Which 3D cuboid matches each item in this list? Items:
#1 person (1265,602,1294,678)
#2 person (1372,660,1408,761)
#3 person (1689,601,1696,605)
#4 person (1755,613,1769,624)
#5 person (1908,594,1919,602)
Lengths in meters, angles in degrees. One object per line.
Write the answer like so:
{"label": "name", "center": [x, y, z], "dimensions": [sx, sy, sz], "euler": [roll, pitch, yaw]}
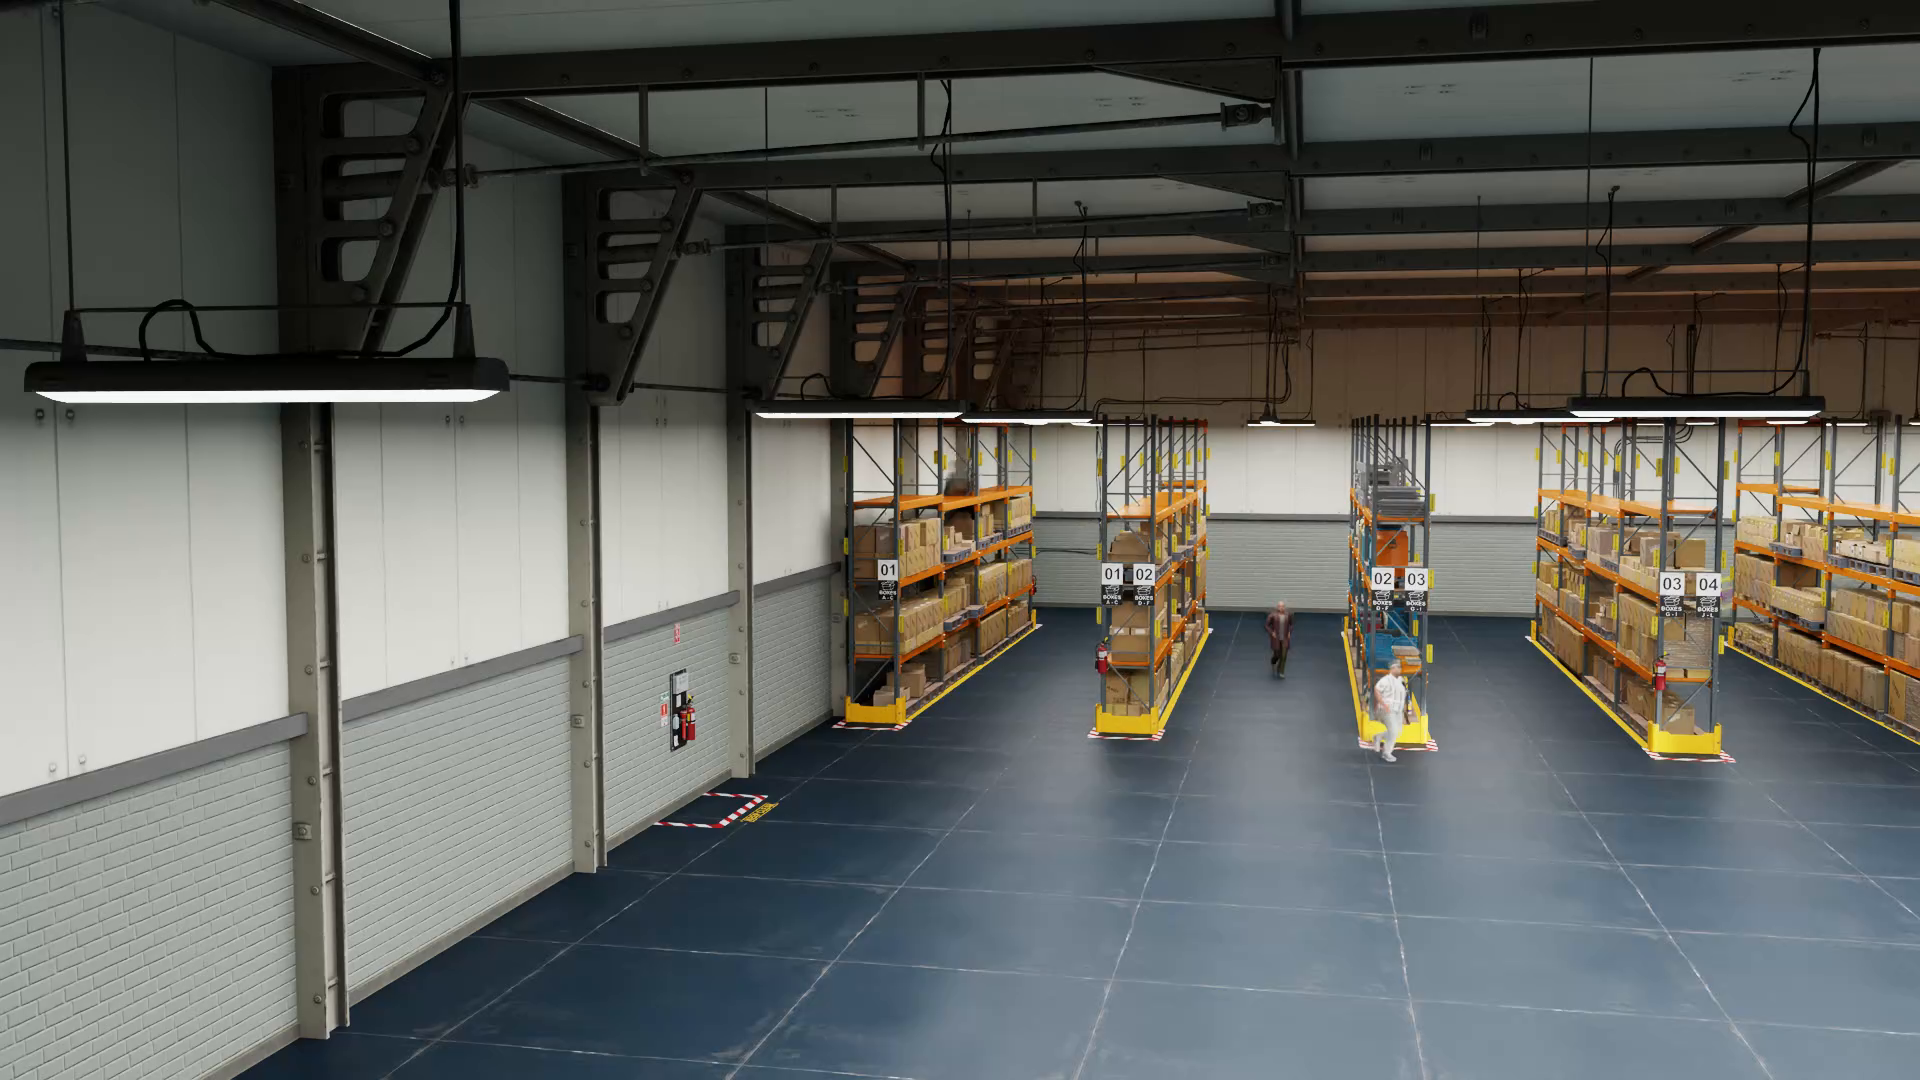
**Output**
{"label": "person", "center": [7.385, 2.293, 38.390], "dimensions": [0.699, 1.743, 0.820], "euler": [0, 4, -2]}
{"label": "person", "center": [7.513, 2.941, 28.991], "dimensions": [0.696, 1.723, 0.618], "euler": [-3, 5, -35]}
{"label": "person", "center": [19.624, 1.892, 44.743], "dimensions": [0.777, 1.698, 0.778], "euler": [-1, 4, -17]}
{"label": "person", "center": [21.832, 1.904, 45.059], "dimensions": [0.778, 1.656, 0.632], "euler": [1, 4, 10]}
{"label": "person", "center": [25.569, 1.942, 44.433], "dimensions": [0.812, 1.676, 0.604], "euler": [1, 4, 19]}
